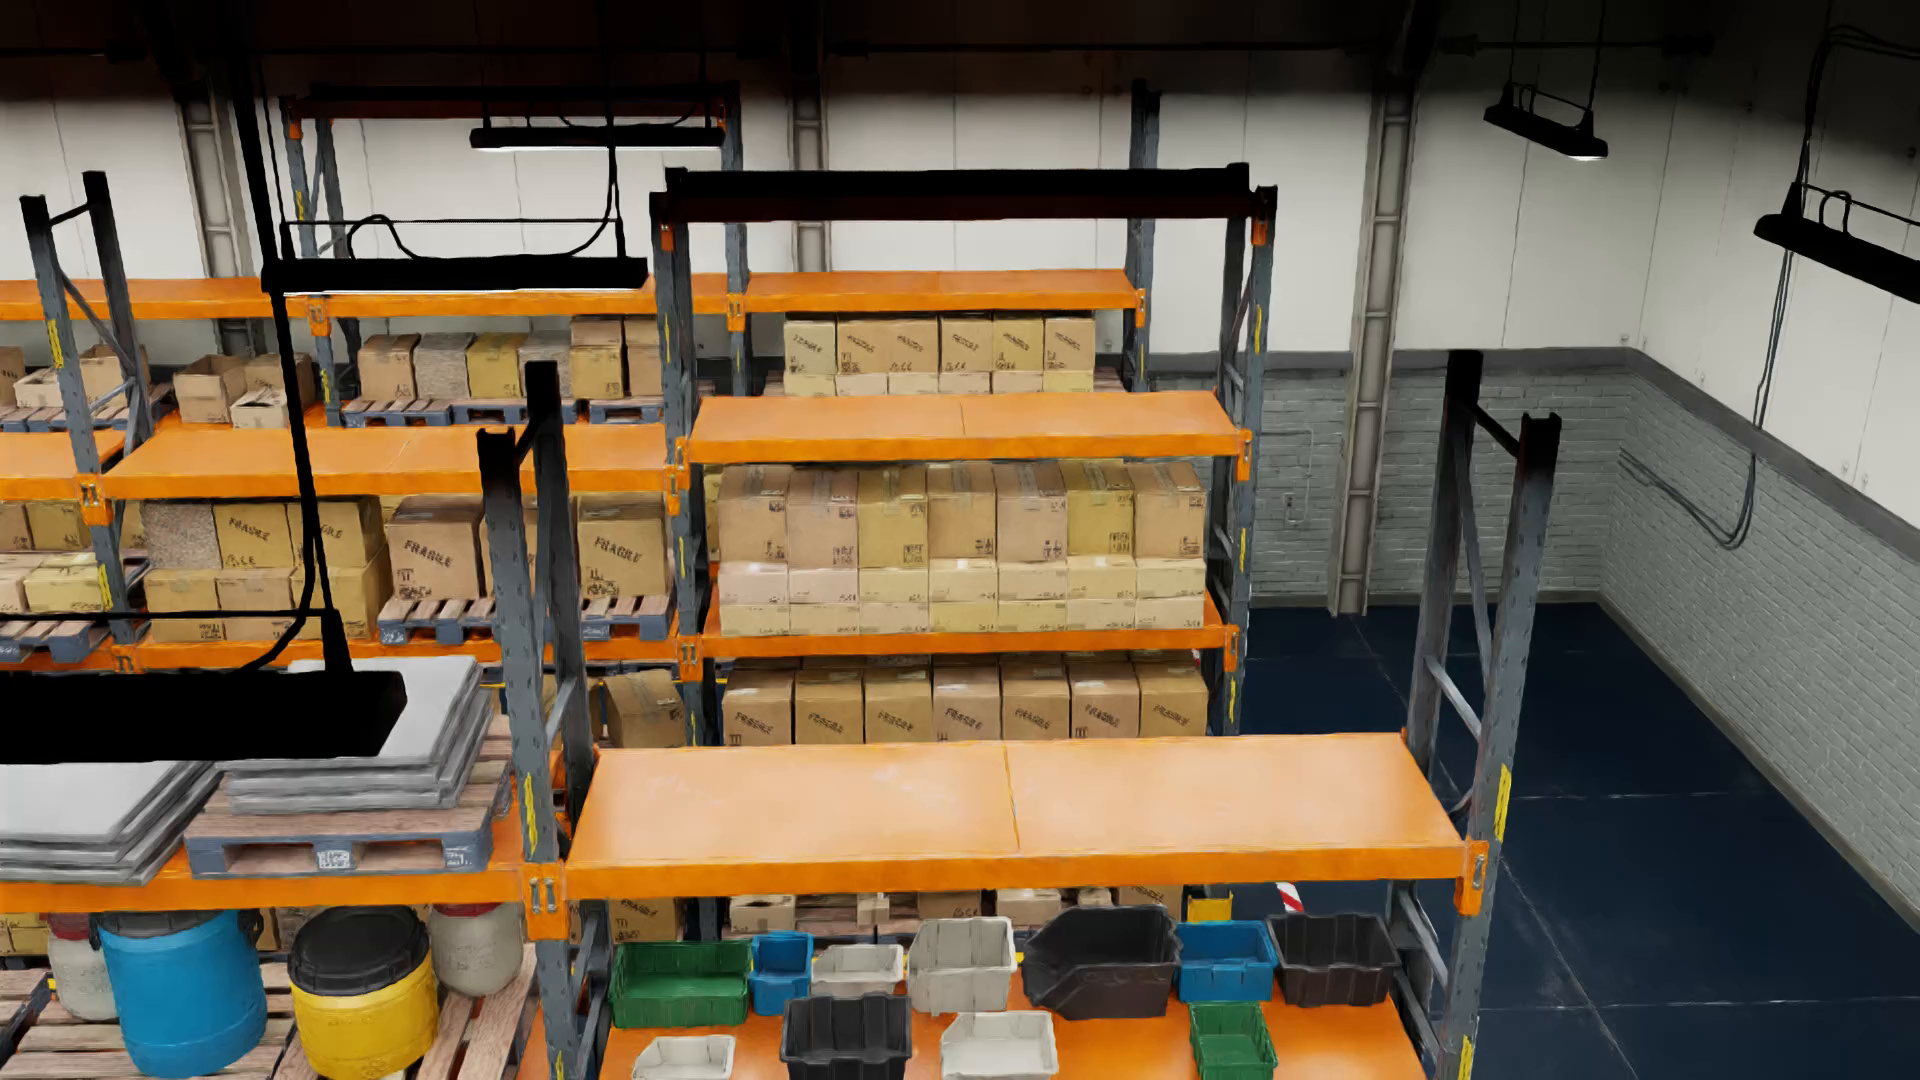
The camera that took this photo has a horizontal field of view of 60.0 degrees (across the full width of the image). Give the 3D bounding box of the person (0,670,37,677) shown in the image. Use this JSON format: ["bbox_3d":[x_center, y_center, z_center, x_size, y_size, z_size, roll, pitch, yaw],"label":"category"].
[{"bbox_3d":[-9.159,1.236,16.022,0.477,1.641,0.349,-13,25,-28],"label":"person"}]
